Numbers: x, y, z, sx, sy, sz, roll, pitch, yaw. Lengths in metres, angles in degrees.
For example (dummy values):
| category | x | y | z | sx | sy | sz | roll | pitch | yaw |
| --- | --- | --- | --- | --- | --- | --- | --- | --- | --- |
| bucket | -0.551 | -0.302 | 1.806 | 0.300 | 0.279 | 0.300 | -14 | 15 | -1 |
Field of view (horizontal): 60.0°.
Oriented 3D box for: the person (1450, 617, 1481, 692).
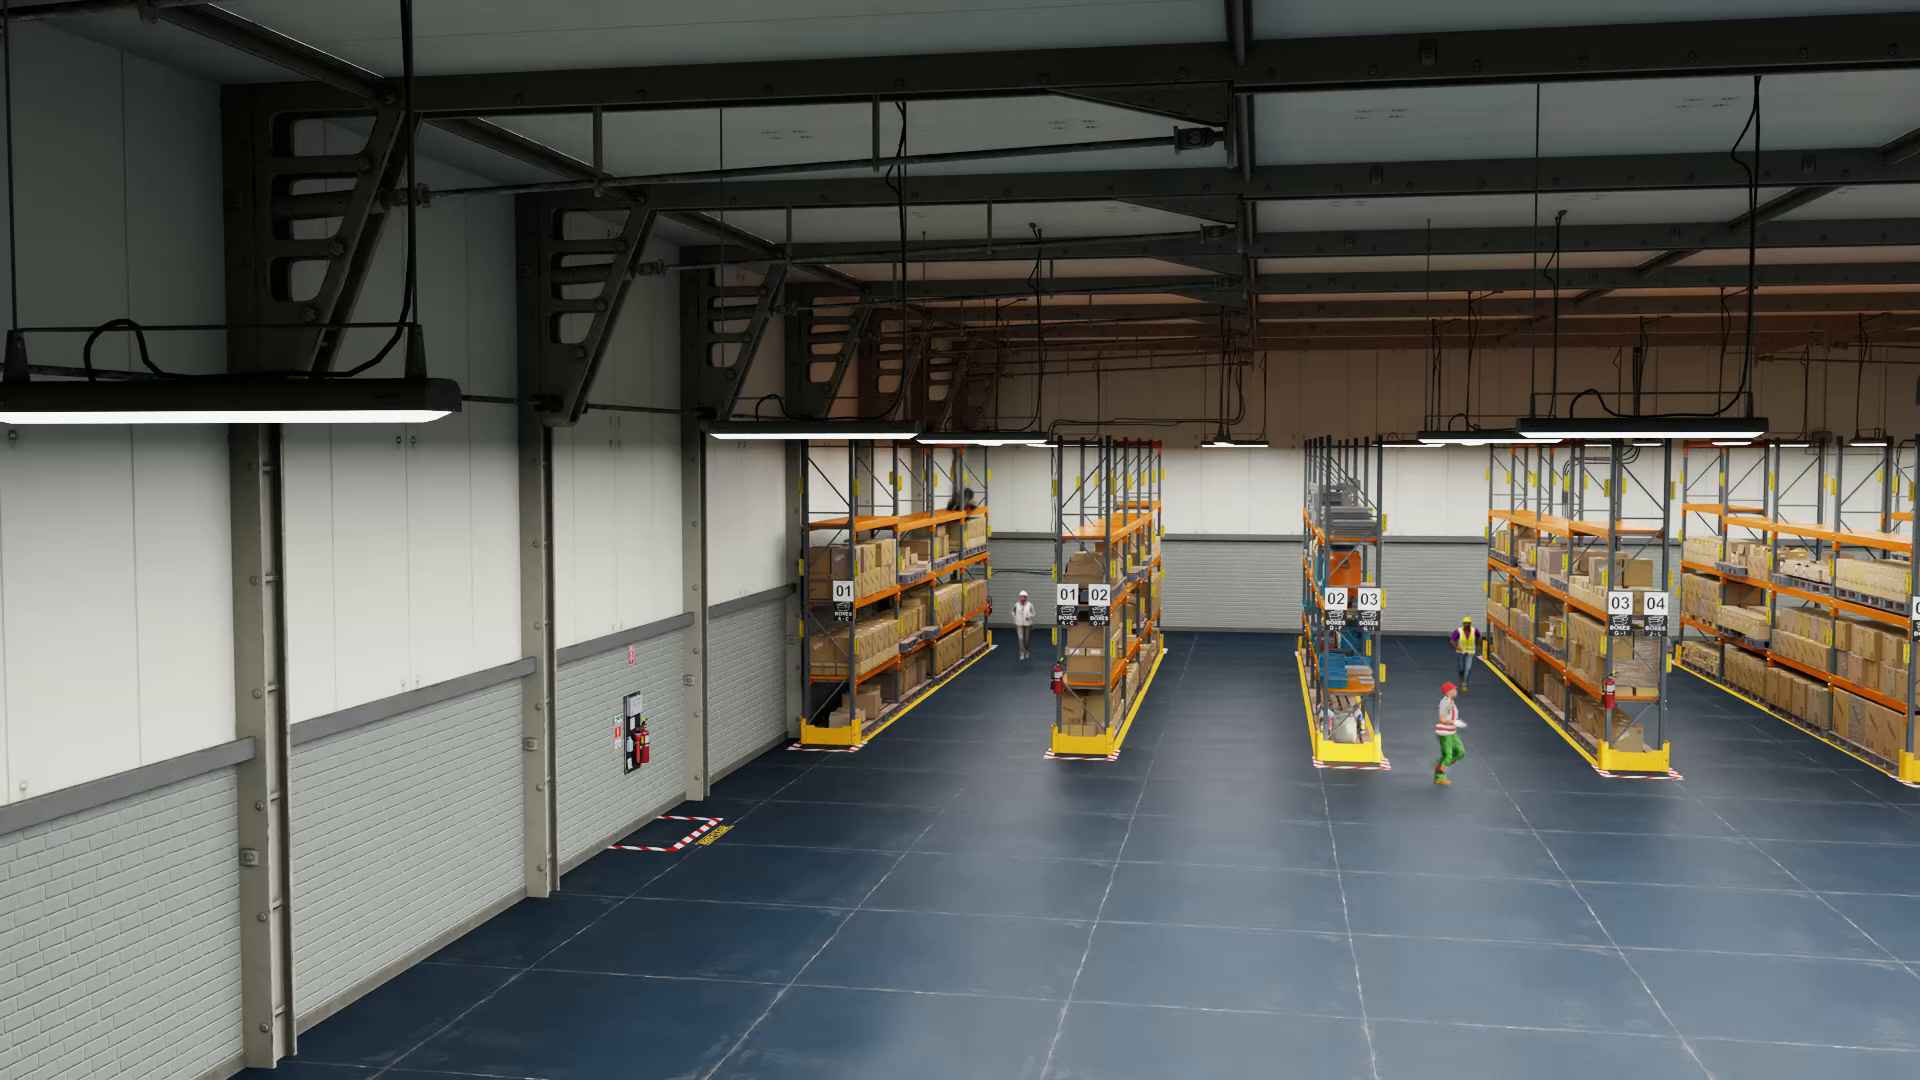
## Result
| category | x | y | z | sx | sy | sz | roll | pitch | yaw |
| --- | --- | --- | --- | --- | --- | --- | --- | --- | --- |
| person | 12.072 | 2.706 | 39.710 | 0.725 | 1.755 | 0.967 | 1 | 3 | 11 |

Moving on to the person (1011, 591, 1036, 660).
| category | x | y | z | sx | sy | sz | roll | pitch | yaw |
| --- | --- | --- | --- | --- | --- | --- | --- | --- | --- |
| person | 1.653 | 2.237 | 43.519 | 0.665 | 1.801 | 0.770 | 0 | 3 | 6 |

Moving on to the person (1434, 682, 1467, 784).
| category | x | y | z | sx | sy | sz | roll | pitch | yaw |
| --- | --- | --- | --- | --- | --- | --- | --- | --- | --- |
| person | 8.379 | 3.303 | 28.365 | 0.593 | 1.748 | 0.629 | 2 | 4 | 32 |

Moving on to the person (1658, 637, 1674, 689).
| category | x | y | z | sx | sy | sz | roll | pitch | yaw |
| --- | --- | --- | --- | --- | --- | --- | --- | --- | --- |
| person | 16.228 | 2.811 | 38.579 | 0.616 | 1.624 | 0.901 | 0 | 3 | 7 |
